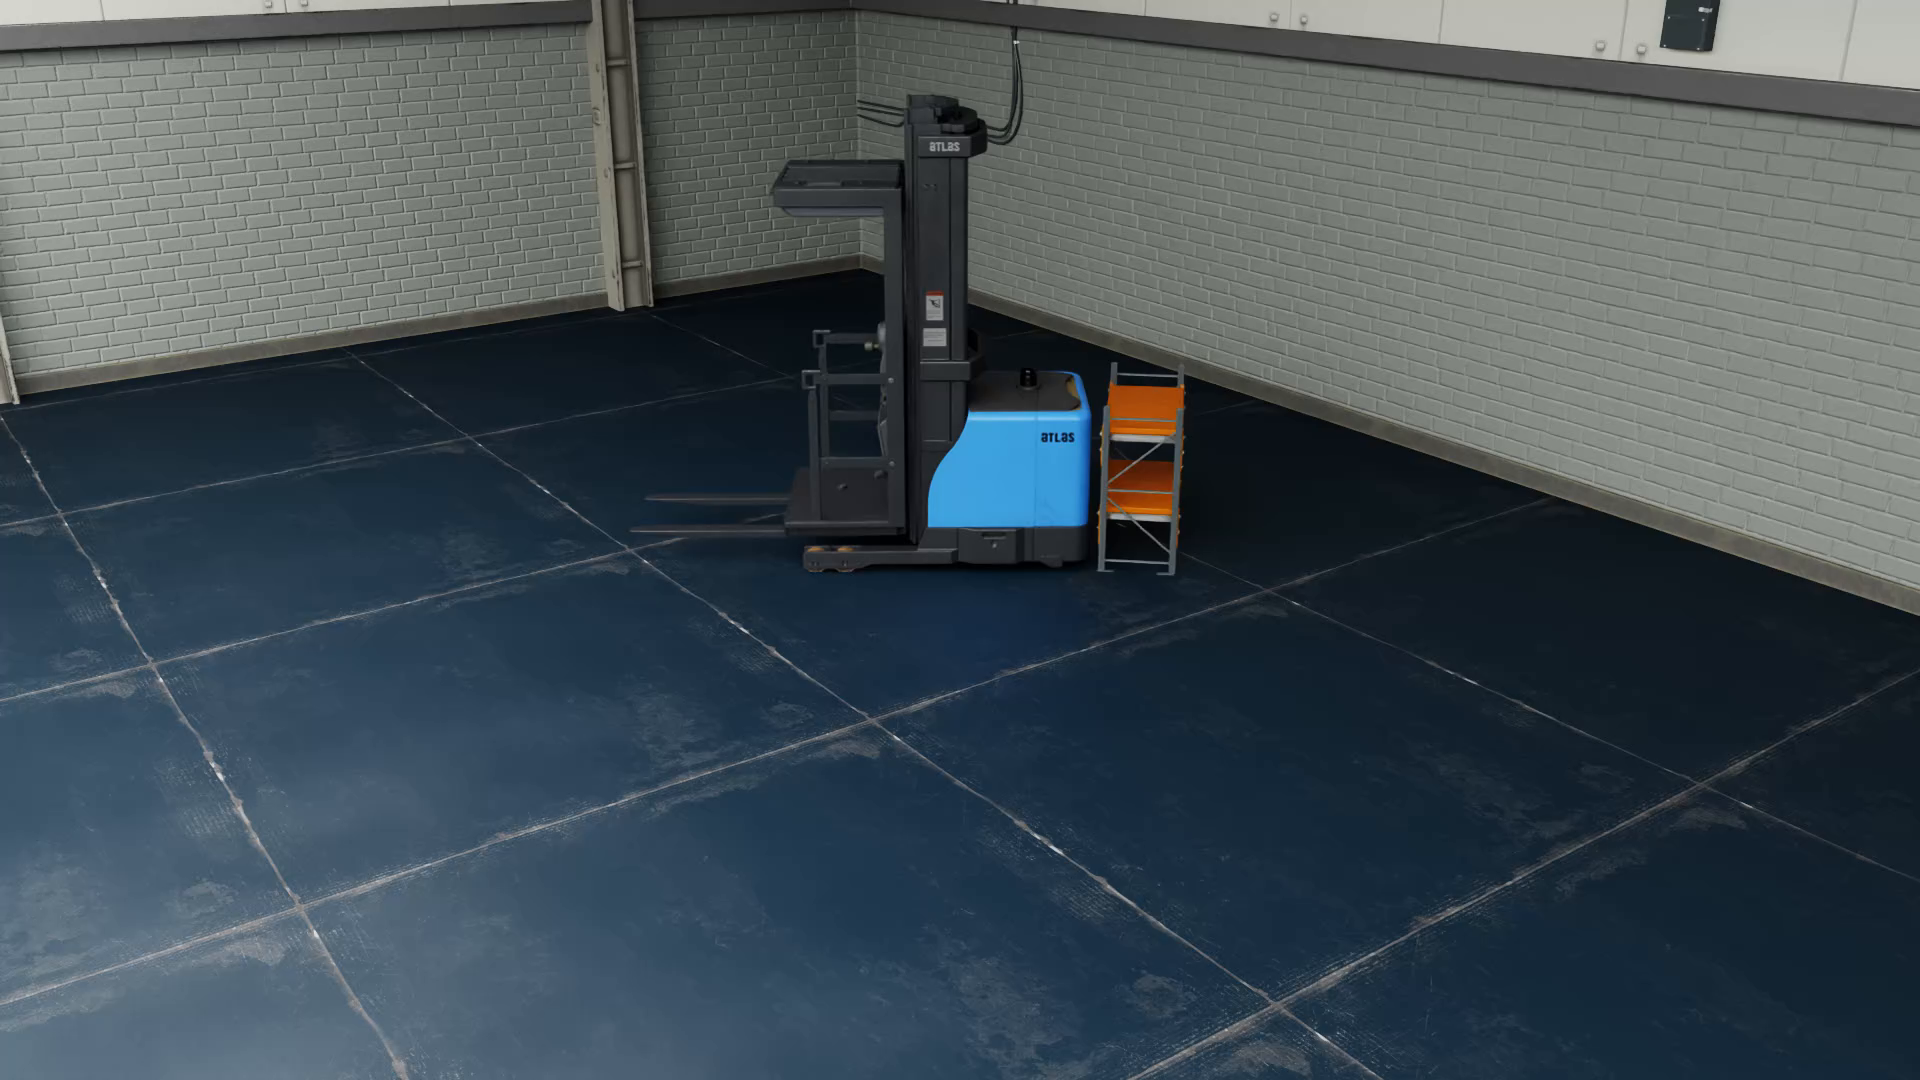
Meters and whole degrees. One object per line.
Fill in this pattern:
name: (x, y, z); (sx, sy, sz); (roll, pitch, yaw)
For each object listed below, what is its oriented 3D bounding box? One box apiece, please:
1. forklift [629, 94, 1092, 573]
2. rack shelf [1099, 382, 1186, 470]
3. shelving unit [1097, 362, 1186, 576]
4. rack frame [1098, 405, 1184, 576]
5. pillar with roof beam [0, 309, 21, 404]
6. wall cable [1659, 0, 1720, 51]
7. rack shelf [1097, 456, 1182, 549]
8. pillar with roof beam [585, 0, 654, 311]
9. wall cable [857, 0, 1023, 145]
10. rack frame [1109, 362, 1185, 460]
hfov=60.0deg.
forklift: (-0.667, -1.343, 10.807); (3.031, 2.935, 1.130); (0, 22, -1)
rack shelf: (1.219, -0.768, 11.012); (0.538, 0.278, 1.000); (3, 22, 7)
shelving unit: (1.219, -0.496, 11.121); (0.538, 1.125, 1.048); (3, 22, 7)
rack frame: (1.153, -0.309, 10.653); (0.500, 1.125, 0.032); (3, 22, 7)
pillar with roof beam: (-5.843, -4.067, 9.447); (0.400, 9.000, 9.100); (-15, 26, -33)
wall cable: (5.209, -5.621, 8.752); (0.169, 6.003, 2.305); (-15, 26, -33)
rack shelf: (1.219, -0.269, 11.211); (0.538, 0.278, 1.000); (3, 22, 7)
pillar with roof beam: (-0.972, -5.366, 12.702); (0.400, 9.000, 9.100); (-15, 26, -33)
wall cable: (-0.323, -5.459, 17.124); (0.112, 2.526, 3.097); (-15, 26, -33)
rack frame: (1.286, -0.682, 11.589); (0.500, 1.125, 0.032); (3, 22, 7)
